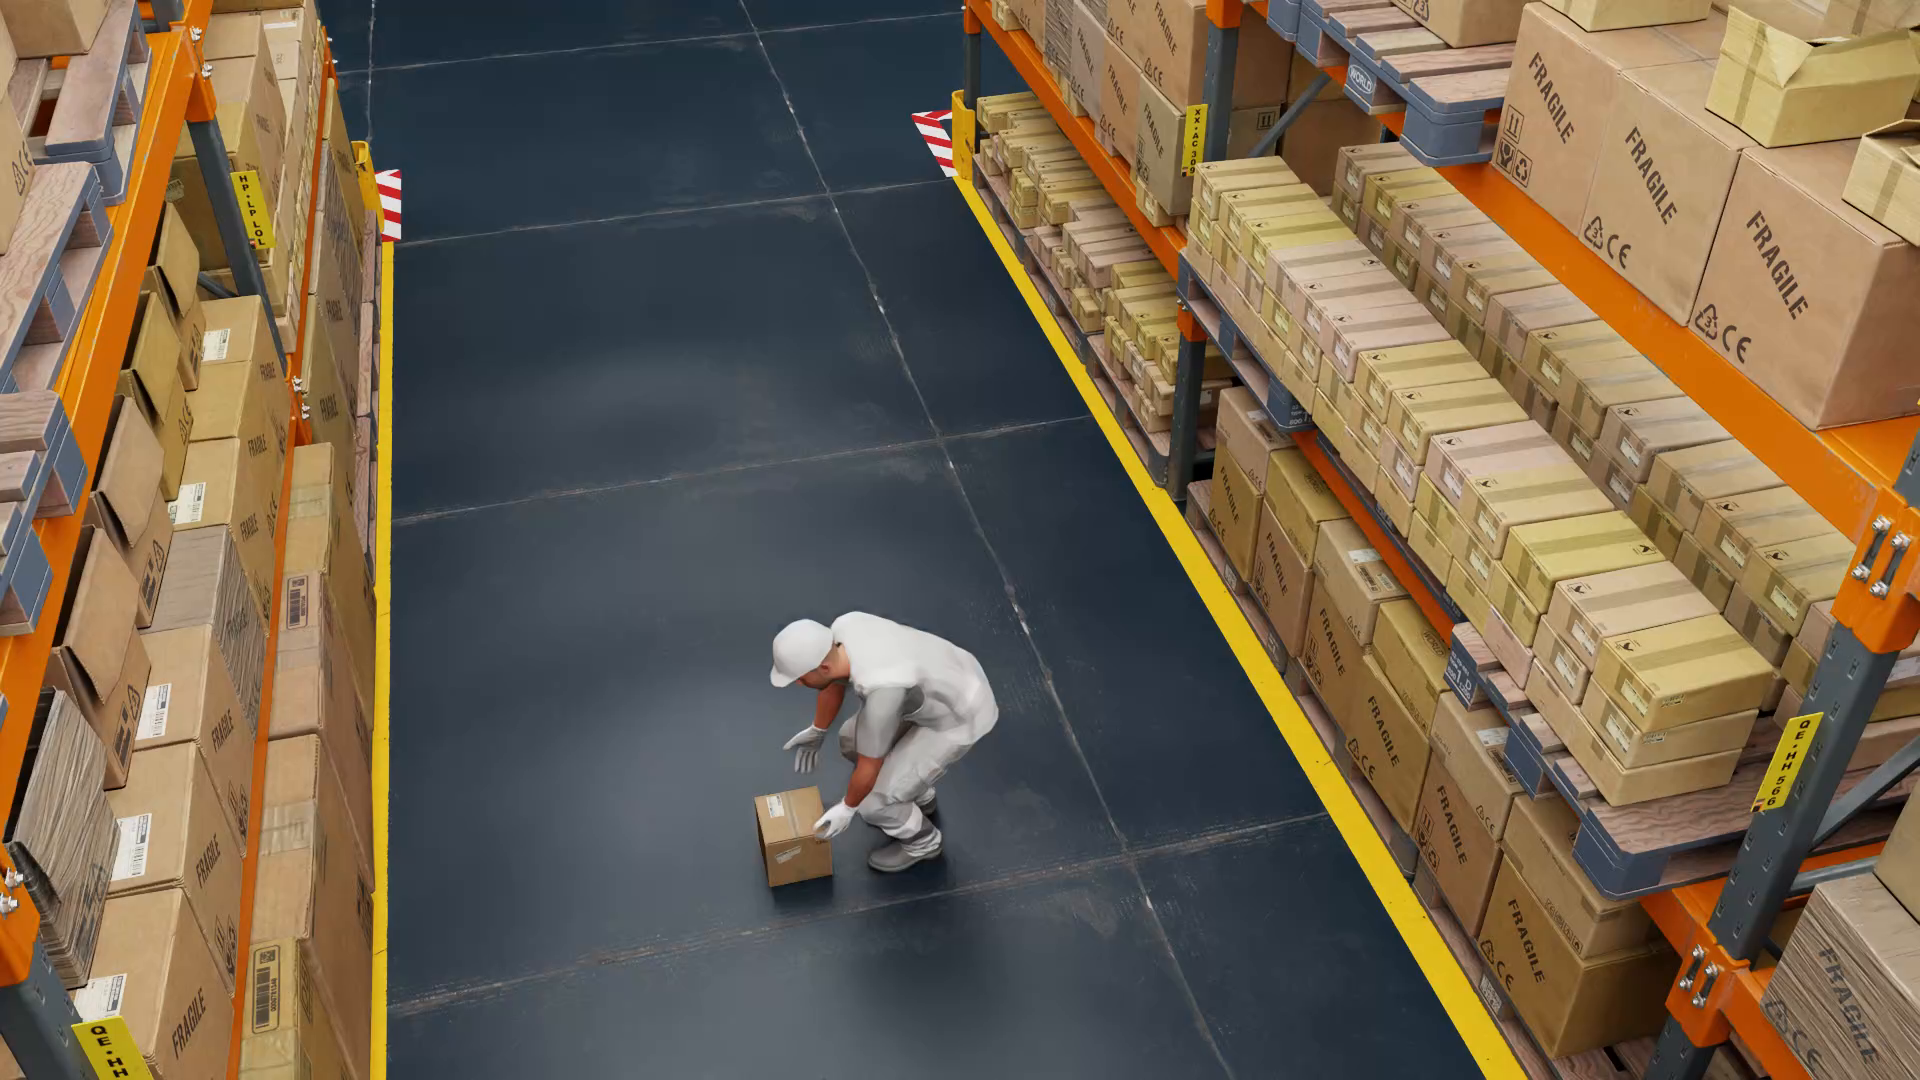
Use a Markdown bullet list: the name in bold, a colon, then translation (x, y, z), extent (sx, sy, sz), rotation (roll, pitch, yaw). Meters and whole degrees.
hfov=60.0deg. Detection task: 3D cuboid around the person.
- **person**: translation (-0.270, 0.728, 6.215), extent (0.838, 1.230, 0.585), rotation (-9, 39, -12)
